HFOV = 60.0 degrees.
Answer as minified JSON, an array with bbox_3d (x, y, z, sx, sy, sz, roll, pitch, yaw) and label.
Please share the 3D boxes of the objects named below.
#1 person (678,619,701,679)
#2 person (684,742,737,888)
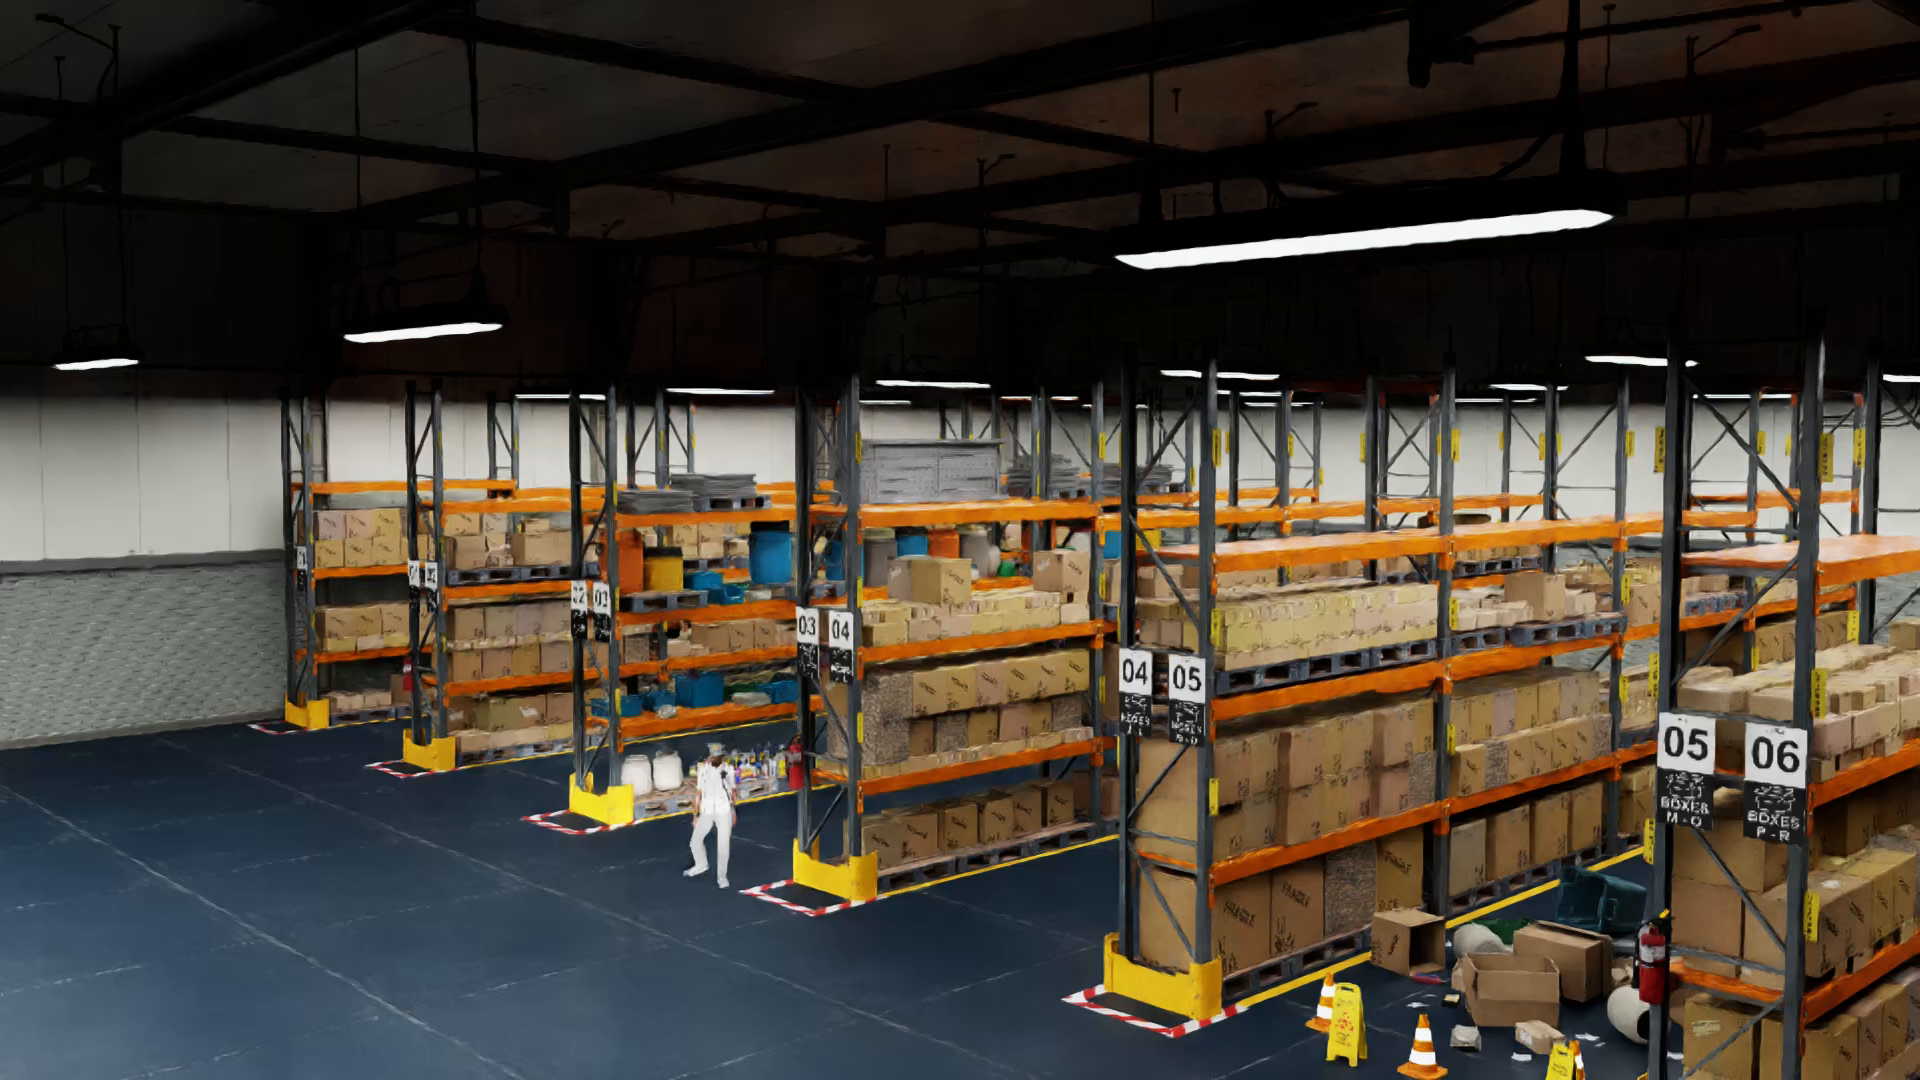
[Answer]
[{"bbox_3d":[-5.372,2.268,32.557,0.451,1.583,1.097,4,5,45],"label":"person"},{"bbox_3d":[-2.881,3.120,19.066,0.669,1.662,0.509,0,4,5],"label":"person"}]
